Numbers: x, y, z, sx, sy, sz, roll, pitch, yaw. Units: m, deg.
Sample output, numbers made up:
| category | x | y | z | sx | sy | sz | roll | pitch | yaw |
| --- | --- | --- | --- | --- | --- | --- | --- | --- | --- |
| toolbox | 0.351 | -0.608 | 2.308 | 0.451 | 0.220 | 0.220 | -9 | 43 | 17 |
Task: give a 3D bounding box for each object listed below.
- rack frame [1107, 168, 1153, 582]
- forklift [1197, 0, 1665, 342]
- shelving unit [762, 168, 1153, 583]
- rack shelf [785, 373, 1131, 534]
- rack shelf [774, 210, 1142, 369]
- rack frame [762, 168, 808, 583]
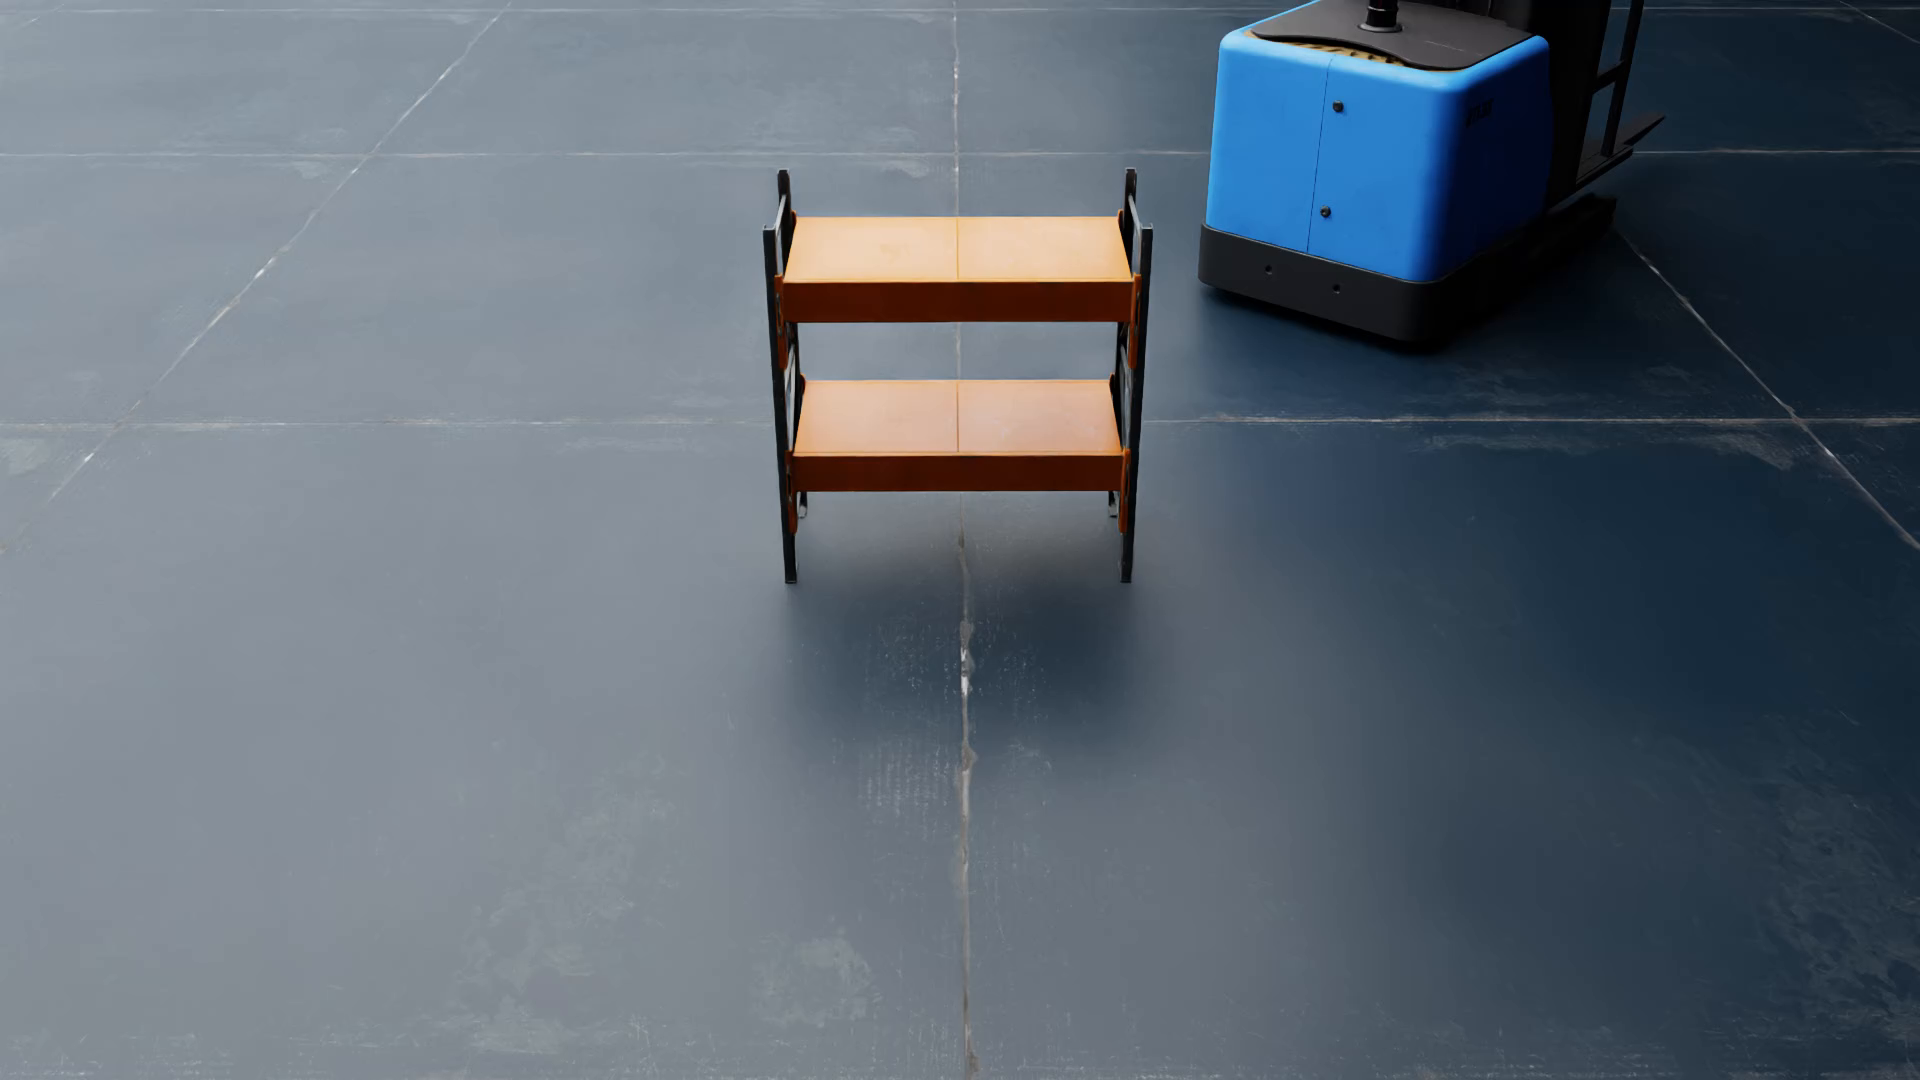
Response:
| category | x | y | z | sx | sy | sz | roll | pitch | yaw |
| --- | --- | --- | --- | --- | --- | --- | --- | --- | --- |
| rack frame | 0.502 | -0.482 | 4.961 | 0.032 | 1.125 | 0.500 | 0 | 31 | 0 |
| forklift | 2.312 | -2.705 | 6.883 | 1.130 | 2.935 | 3.031 | 23 | 38 | 33 |
| shelving unit | -0.007 | -0.481 | 4.958 | 1.048 | 1.125 | 0.538 | 0 | 31 | 0 |
| rack shelf | -0.007 | -0.272 | 5.085 | 1.000 | 0.278 | 0.538 | 0 | 31 | 0 |
| rack shelf | -0.007 | -0.731 | 4.806 | 1.000 | 0.278 | 0.538 | 0 | 31 | 0 |
| rack frame | -0.515 | -0.479 | 4.956 | 0.032 | 1.125 | 0.500 | 0 | 31 | 0 |
